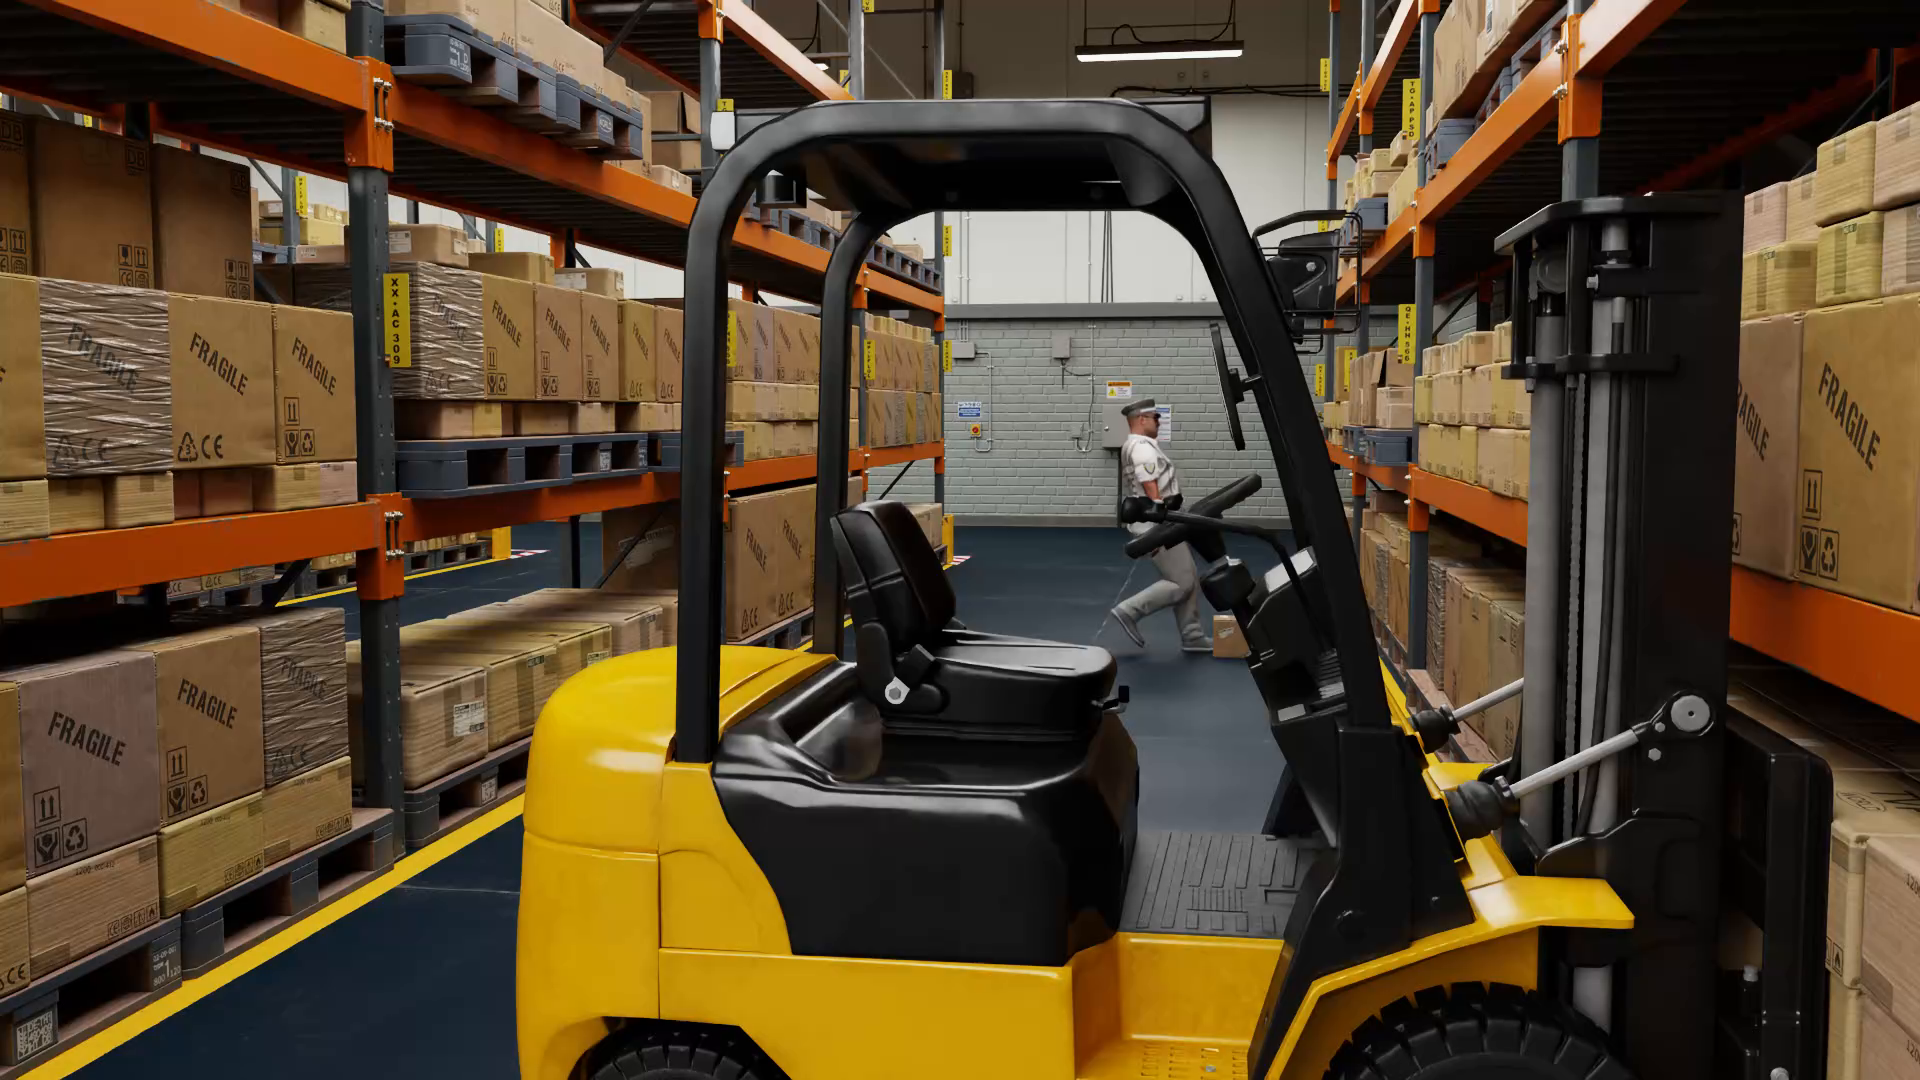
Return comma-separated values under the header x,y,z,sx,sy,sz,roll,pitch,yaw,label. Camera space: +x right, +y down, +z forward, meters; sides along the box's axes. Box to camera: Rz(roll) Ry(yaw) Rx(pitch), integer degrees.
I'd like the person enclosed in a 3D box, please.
x,y,z,sx,sy,sz,roll,pitch,yaw,label
1.408,-0.095,11.057,0.822,1.696,0.603,0,4,0,person
